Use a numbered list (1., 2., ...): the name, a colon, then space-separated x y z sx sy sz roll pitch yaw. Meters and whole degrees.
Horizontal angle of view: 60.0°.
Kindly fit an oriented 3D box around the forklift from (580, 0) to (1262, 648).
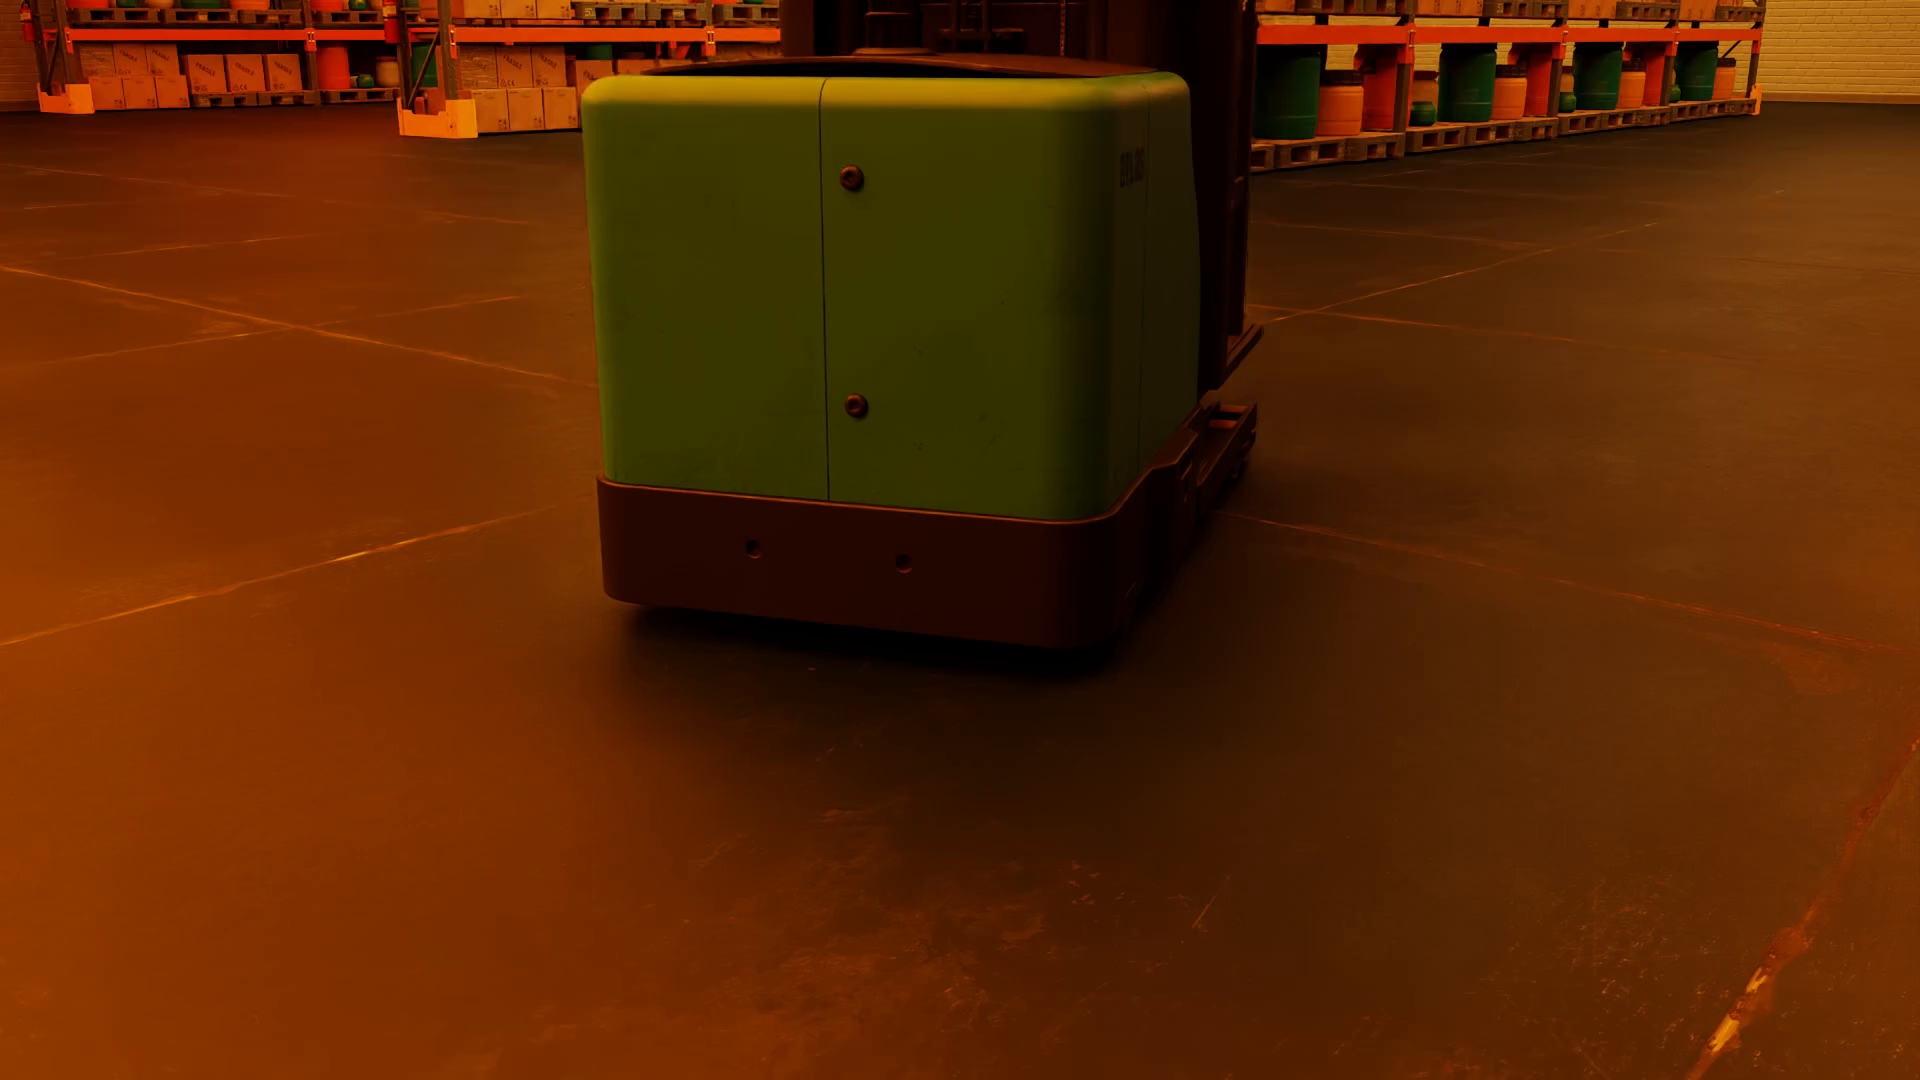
1. forklift: 0.204 -1.592 4.140 1.130 2.935 3.031 5 18 17
